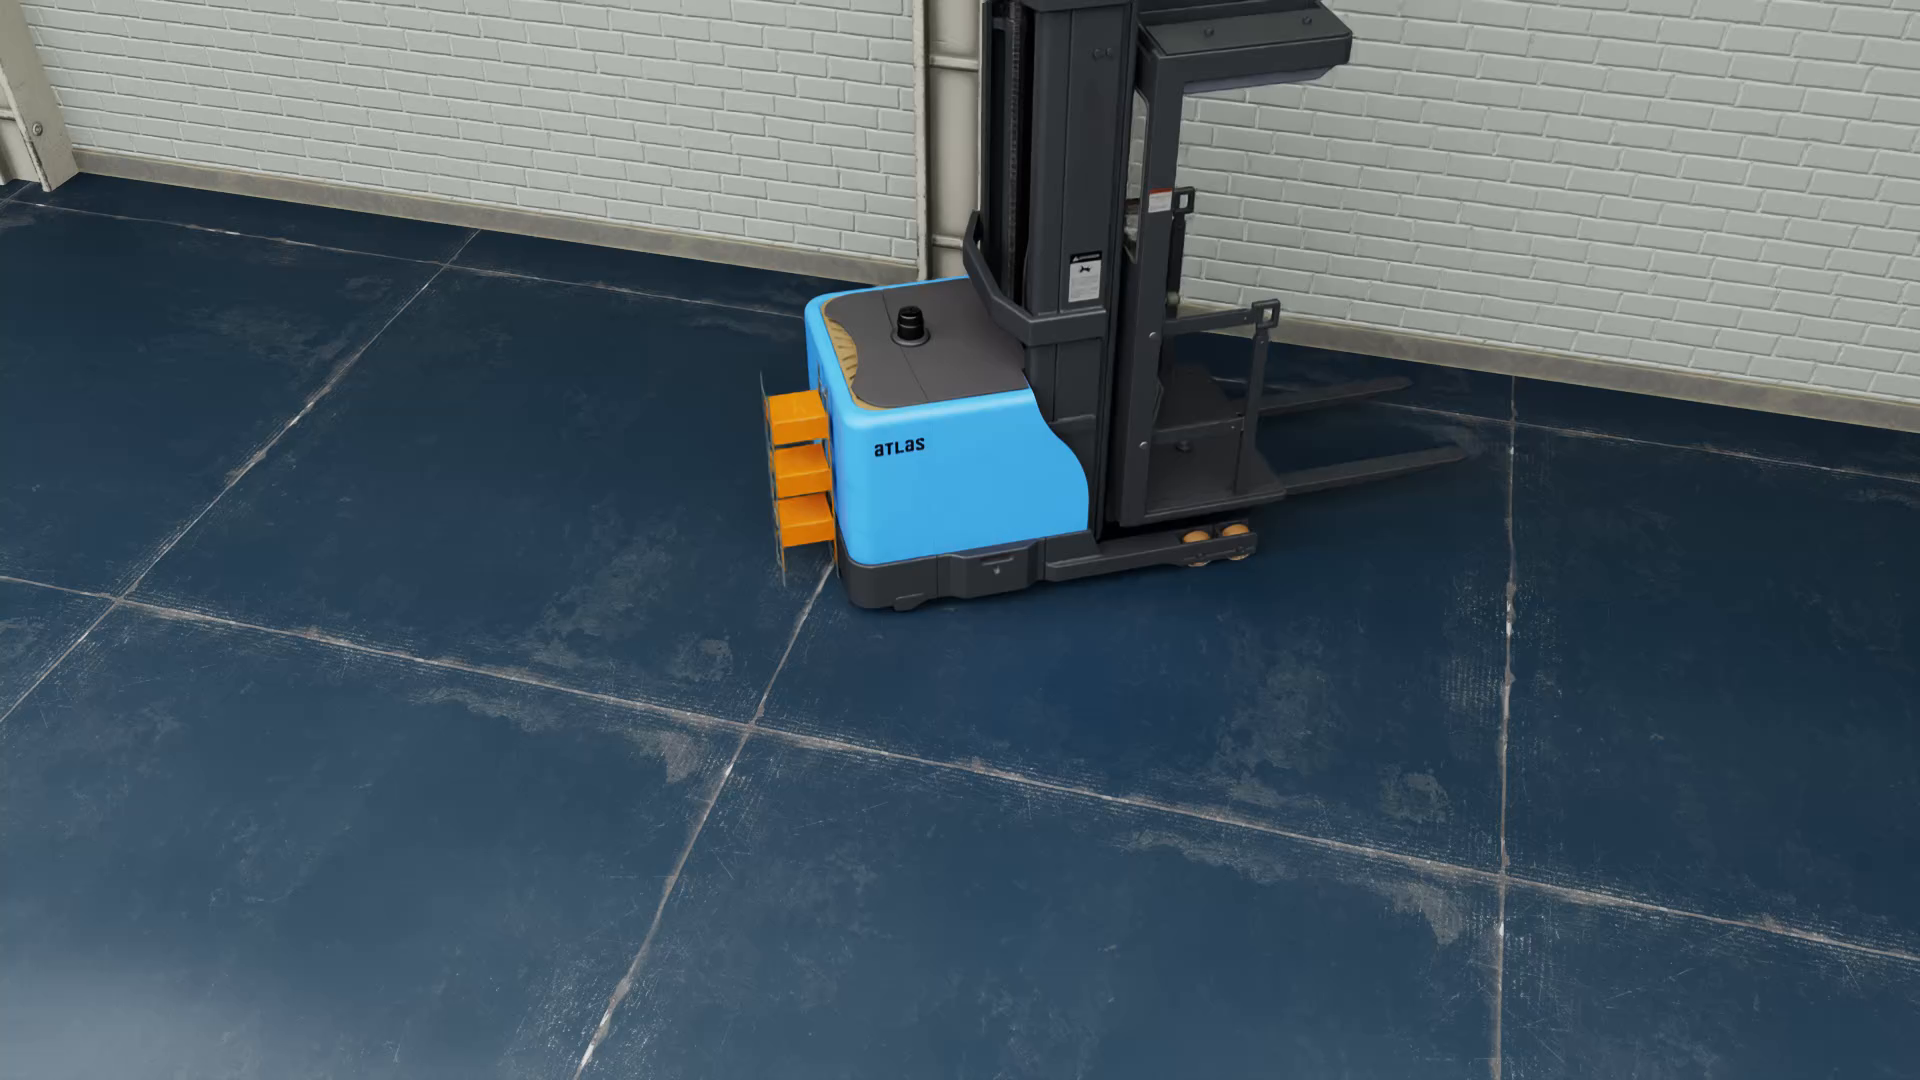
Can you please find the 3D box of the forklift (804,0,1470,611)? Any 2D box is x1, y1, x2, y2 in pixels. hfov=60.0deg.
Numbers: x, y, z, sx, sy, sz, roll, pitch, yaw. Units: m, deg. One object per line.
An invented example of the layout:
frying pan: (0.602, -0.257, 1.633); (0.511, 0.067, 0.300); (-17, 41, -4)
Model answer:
forklift: (0.872, -1.320, 7.042); (3.031, 2.935, 1.130); (-9, 41, -11)

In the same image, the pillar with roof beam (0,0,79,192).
pillar with roof beam: (-6.912, -3.062, 4.399); (0.400, 9.000, 9.100); (10, 41, 11)

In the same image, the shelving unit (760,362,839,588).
shelving unit: (-0.693, -0.267, 7.252); (0.252, 1.050, 0.215); (-9, 41, -11)

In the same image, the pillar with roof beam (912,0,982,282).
pillar with roof beam: (-1.116, -2.065, 3.212); (0.400, 9.000, 9.100); (10, 41, 11)

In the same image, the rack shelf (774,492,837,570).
rack shelf: (-0.693, -0.047, 7.438); (0.240, 0.259, 0.215); (-9, 41, -11)

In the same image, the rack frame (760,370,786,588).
rack frame: (-0.812, -0.248, 7.229); (0.008, 1.050, 0.200); (-9, 41, -11)

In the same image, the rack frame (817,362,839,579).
rack frame: (-0.575, -0.287, 7.275); (0.008, 1.050, 0.200); (-9, 41, -11)

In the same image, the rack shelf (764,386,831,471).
rack shelf: (-0.693, -0.477, 7.076); (0.240, 0.259, 0.215); (-9, 41, -11)

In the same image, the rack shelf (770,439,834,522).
rack shelf: (-0.693, -0.259, 7.259); (0.240, 0.259, 0.215); (-9, 41, -11)
